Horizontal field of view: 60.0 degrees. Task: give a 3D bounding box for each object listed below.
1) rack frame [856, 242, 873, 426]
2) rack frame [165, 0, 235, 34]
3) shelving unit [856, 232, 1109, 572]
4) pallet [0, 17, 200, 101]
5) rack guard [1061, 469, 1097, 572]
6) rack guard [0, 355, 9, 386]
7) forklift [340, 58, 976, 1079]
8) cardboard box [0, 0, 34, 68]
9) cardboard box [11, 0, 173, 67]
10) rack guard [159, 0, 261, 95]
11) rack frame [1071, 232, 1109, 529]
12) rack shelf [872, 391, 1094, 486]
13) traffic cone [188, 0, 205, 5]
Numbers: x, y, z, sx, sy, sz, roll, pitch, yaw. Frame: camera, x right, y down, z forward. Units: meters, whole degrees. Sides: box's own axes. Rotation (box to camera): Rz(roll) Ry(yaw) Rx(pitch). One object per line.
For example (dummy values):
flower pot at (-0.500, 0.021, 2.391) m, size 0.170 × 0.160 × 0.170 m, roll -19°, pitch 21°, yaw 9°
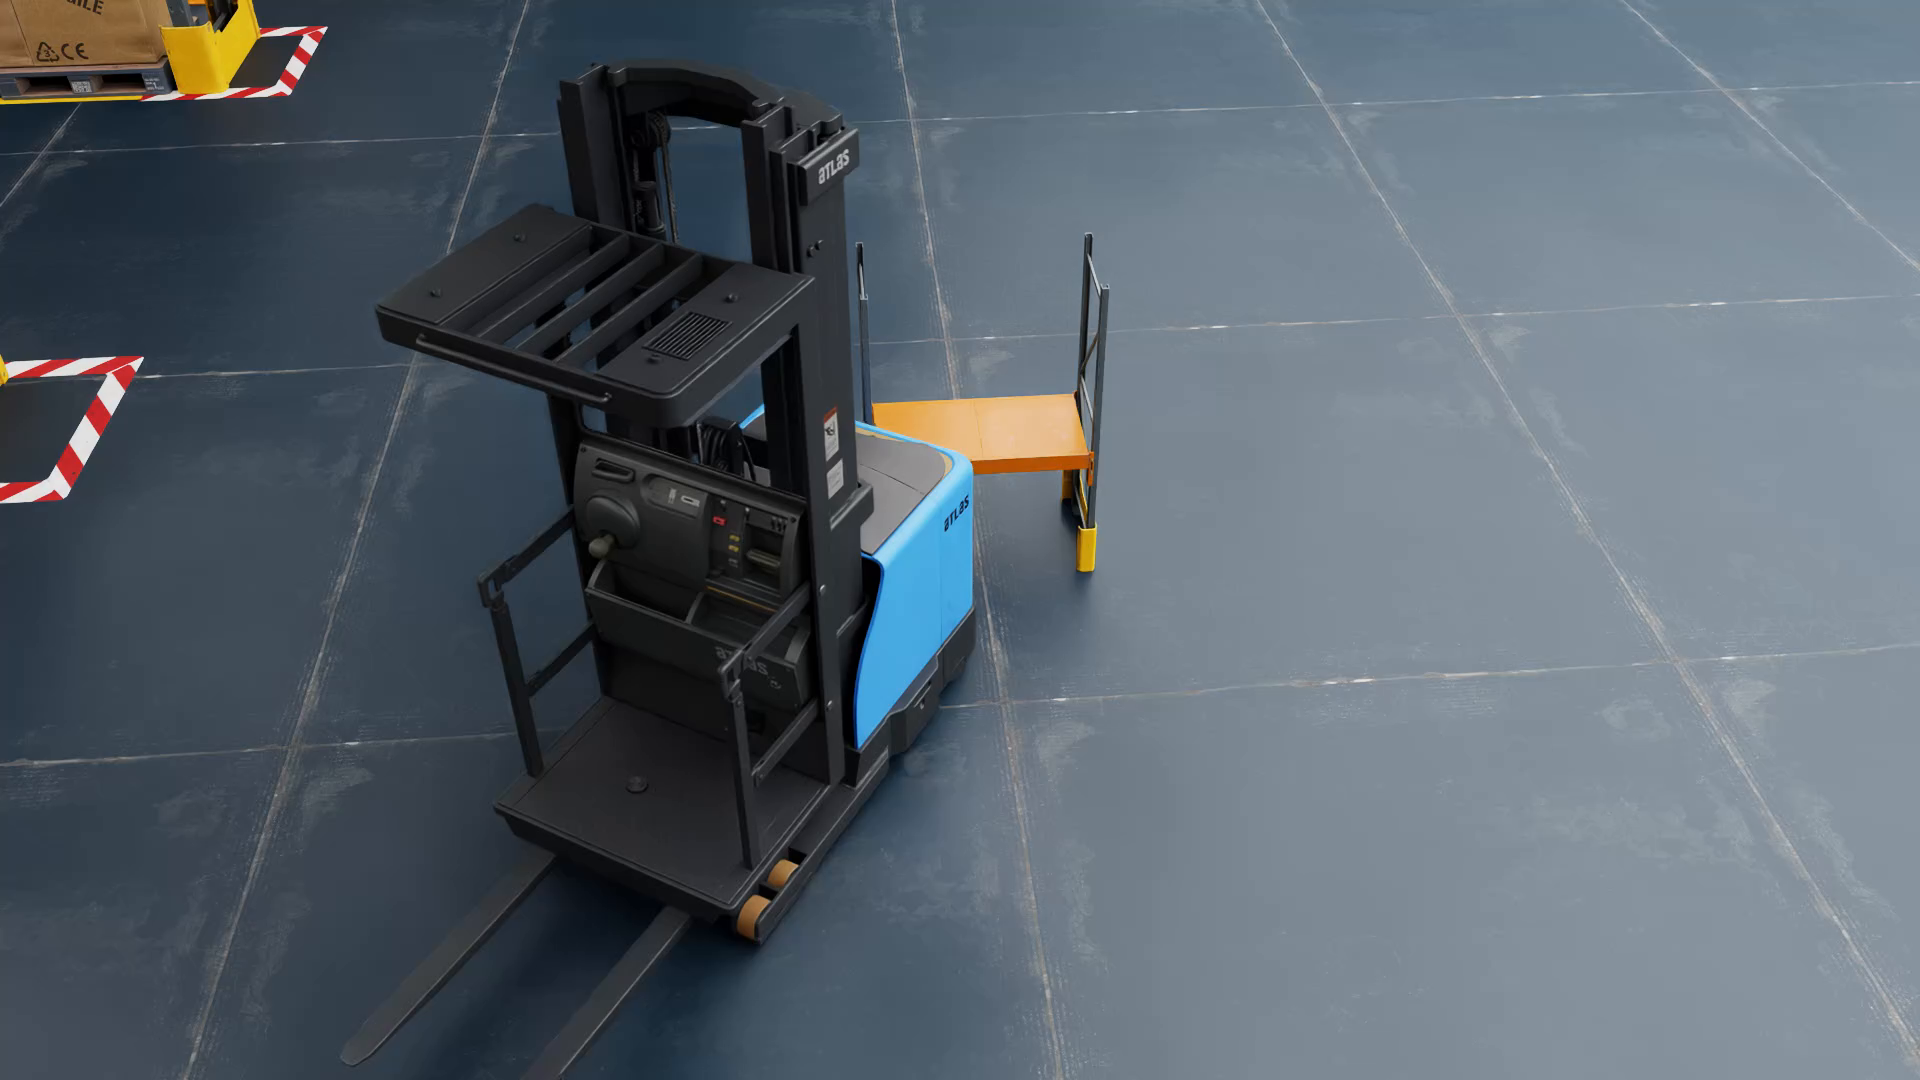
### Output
rack frame at (-0.421, -0.566, 7.578) m, size 0.032 × 1.500 × 0.500 m, roll -3°, pitch 38°, yaw -4°
rack frame at (-5.659, -4.816, 11.754) m, size 0.127 × 3.000 × 1.000 m, roll -3°, pitch 38°, yaw -4°
shelving unit at (0.076, -0.593, 7.613) m, size 1.083 × 1.500 × 0.587 m, roll -3°, pitch 38°, yaw -4°
pallet at (-6.449, -3.629, 12.501) m, size 1.213 × 0.211 × 1.003 m, roll -3°, pitch 38°, yaw -4°
rack guard at (0.572, -0.130, 8.034) m, size 0.087 × 0.250 × 0.587 m, roll -3°, pitch 38°, yaw -4°
rack guard at (-5.396, -0.764, 8.637) m, size 0.348 × 0.500 × 1.175 m, roll -3°, pitch 38°, yaw -4°
forklift at (-1.063, 0.017, 5.684) m, size 1.130 × 2.935 × 3.031 m, roll 18°, pitch 42°, yaw 21°
cardboard box at (-7.205, -4.019, 12.120) m, size 0.875 × 0.875 × 0.875 m, roll -4°, pitch 38°, yaw -5°
cardboard box at (-6.329, -4.068, 12.183) m, size 0.875 × 0.875 × 0.875 m, roll -3°, pitch 38°, yaw -4°
rack guard at (-5.635, -3.836, 12.530) m, size 0.348 × 0.500 × 1.175 m, roll -3°, pitch 38°, yaw -4°
rack frame at (0.591, -0.621, 7.649) m, size 0.032 × 1.500 × 0.500 m, roll -3°, pitch 38°, yaw -4°
rack shelf at (0.085, -0.452, 7.725) m, size 1.000 × 0.185 × 0.538 m, roll -3°, pitch 38°, yaw -4°
traffic cone at (-6.314, -4.667, 13.613) m, size 0.334 × 0.463 × 0.336 m, roll -3°, pitch 38°, yaw -4°
